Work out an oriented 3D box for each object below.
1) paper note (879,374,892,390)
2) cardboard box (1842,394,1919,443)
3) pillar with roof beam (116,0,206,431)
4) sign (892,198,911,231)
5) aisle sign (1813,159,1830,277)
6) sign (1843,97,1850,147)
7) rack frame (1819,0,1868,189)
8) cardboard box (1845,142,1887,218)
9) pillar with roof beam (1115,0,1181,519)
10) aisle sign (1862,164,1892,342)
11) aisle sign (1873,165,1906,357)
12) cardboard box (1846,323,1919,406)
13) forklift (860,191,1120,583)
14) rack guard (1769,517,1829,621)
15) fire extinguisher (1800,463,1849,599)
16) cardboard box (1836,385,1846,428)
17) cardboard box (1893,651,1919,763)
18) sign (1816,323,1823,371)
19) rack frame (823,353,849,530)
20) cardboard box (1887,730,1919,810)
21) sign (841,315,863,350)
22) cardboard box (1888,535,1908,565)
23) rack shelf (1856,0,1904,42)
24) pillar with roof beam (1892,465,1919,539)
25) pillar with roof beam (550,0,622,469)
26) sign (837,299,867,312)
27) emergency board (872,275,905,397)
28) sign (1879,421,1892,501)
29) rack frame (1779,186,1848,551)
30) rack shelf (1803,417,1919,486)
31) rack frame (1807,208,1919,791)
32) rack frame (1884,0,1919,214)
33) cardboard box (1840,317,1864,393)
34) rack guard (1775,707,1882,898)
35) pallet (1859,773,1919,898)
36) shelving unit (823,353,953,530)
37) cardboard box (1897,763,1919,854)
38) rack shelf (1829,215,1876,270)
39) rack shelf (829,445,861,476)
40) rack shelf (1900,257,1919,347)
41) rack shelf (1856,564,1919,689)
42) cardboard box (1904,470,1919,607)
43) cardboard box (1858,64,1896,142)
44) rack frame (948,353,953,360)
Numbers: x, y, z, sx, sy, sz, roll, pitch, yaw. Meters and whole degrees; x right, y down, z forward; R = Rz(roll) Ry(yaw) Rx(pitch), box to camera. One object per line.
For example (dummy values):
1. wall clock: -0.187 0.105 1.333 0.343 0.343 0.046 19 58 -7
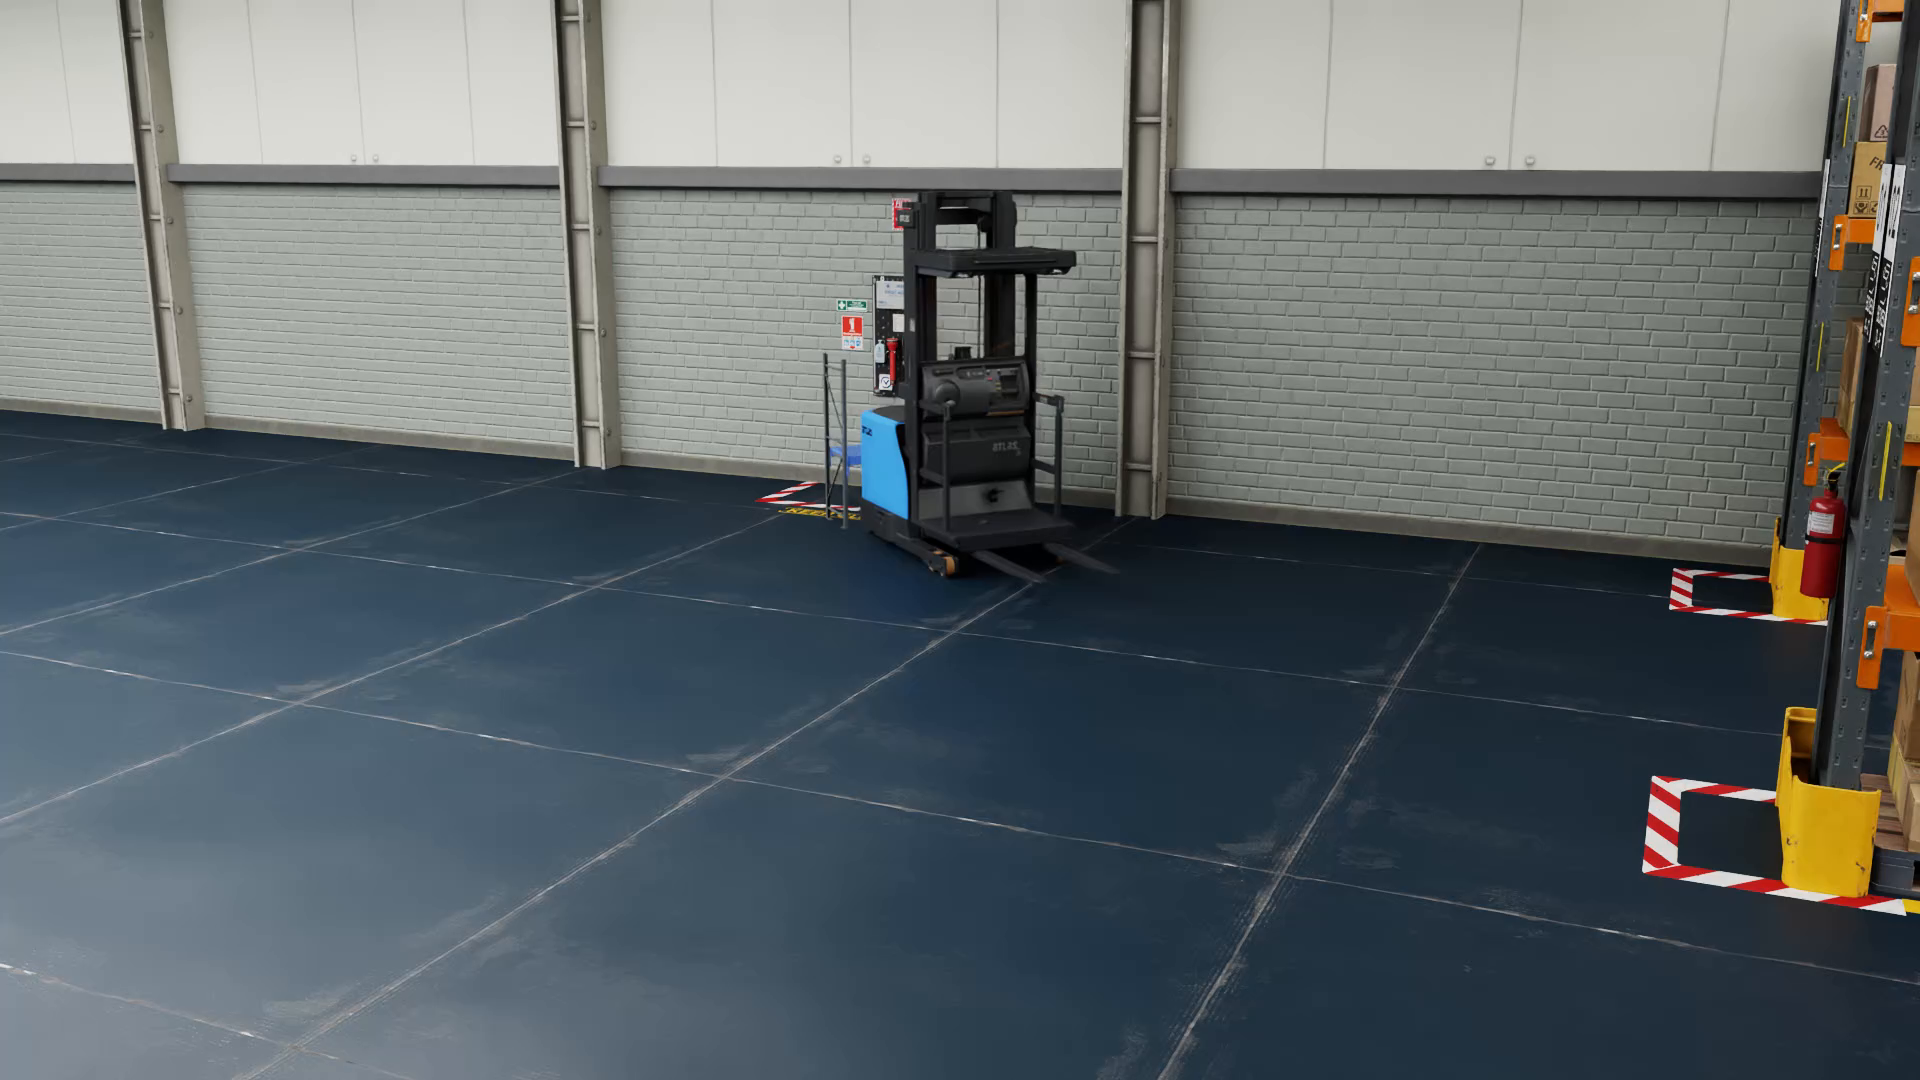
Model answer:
1. paper note: -0.721 -1.534 16.156 0.142 0.148 0.016 6 14 23
2. cardboard box: 6.470 -0.850 11.595 0.500 0.250 0.500 5 14 22
3. pillar with roof beam: -11.058 -4.828 15.130 0.400 9.000 9.100 6 14 23
4. sign: -0.554 -3.082 15.751 0.199 0.298 0.001 6 14 23
5. aisle sign: 5.965 -2.234 11.520 0.004 0.787 0.394 6 14 23
6. sign: 5.933 -2.797 11.130 0.005 0.325 0.100 6 14 23
7. rack frame: 6.152 -3.945 11.370 0.127 3.000 1.000 6 14 23
8. cardboard box: 6.357 -2.460 11.345 0.500 0.500 0.500 6 15 25
9. pillar with roof beam: -0.087 -3.717 10.398 0.400 9.000 9.100 6 14 23
10. aisle sign: 4.208 -1.323 7.635 0.004 0.787 0.394 6 14 23
11. aisle sign: 3.965 -1.197 7.101 0.004 0.787 0.394 6 14 23
12. cardboard box: 6.467 -1.219 11.529 0.500 0.500 0.500 6 14 23
13. forklift: 0.223 -1.250 13.166 1.130 2.935 3.031 -6 15 -25
14. rack guard: 6.222 0.199 12.311 0.348 0.500 1.175 6 14 23
15. fire extinguisher: 4.229 -0.060 8.113 0.183 0.674 0.296 6 14 23
16. cardboard box: 6.658 -0.959 12.058 0.500 0.250 0.500 6 14 24
17. cardboard box: 4.760 0.767 7.878 0.500 0.500 0.500 6 14 23
18. sign: 5.933 -1.333 11.473 0.005 0.325 0.100 6 14 23
19. rack frame: -1.100 -0.876 14.704 0.032 1.500 0.500 -6 14 -24
20. cardboard box: 4.759 1.132 7.962 0.500 0.250 0.500 6 14 23
21. sign: -1.051 -2.022 16.229 0.234 0.329 0.001 6 14 23
22. cardboard box: 6.749 0.153 11.959 0.500 0.311 0.500 4 14 17
23. rack shelf: 7.981 -3.408 10.664 4.000 0.370 1.077 6 14 23
24. pillar with roof beam: 5.399 -3.162 8.032 0.400 9.000 9.100 6 14 23
25. pillar with roof beam: -5.572 -4.272 12.764 0.400 9.000 9.100 6 14 23
26. sign: -1.050 -2.278 16.159 0.331 0.109 0.001 6 14 23
27. emergency board: -0.587 -1.932 15.924 0.643 1.169 0.194 6 14 23
28. sign: 3.919 -0.334 7.045 0.005 0.325 0.100 6 14 23
29. rack frame: 6.152 -1.025 12.055 0.127 3.000 1.000 6 14 23
30. rack shelf: 7.981 -0.489 11.349 4.000 0.370 1.077 6 14 23
31. rack frame: 4.149 0.010 7.644 0.127 3.000 1.000 6 14 23
32. rack frame: 4.149 -2.910 6.959 0.127 3.000 1.000 6 14 23
33. cardboard box: 6.670 -1.327 11.988 0.500 0.500 0.500 6 14 23
34. rack guard: 4.127 1.225 7.939 0.348 0.500 1.175 6 14 23
35. pallet: 4.866 1.430 7.699 1.213 0.211 1.003 6 14 23
36. shelving unit: -0.637 -0.924 14.908 1.048 1.500 0.538 -6 14 -24
37. cardboard box: 4.550 1.241 7.501 0.500 0.250 0.500 6 14 23
38. rack shelf: 7.981 -1.950 11.006 4.000 0.370 1.077 6 14 23
39. rack shelf: -0.637 -0.749 14.949 1.000 0.185 0.538 -6 14 -24
40. rack shelf: 5.978 -0.915 6.595 4.000 0.370 1.077 6 14 23
41. rack shelf: 5.978 0.546 6.938 4.000 0.370 1.077 6 14 23
42. cardboard box: 4.571 0.008 7.438 0.500 0.500 0.700 6 14 23
43. cardboard box: 6.406 -2.944 11.217 0.500 0.500 0.500 5 14 19
44. rack frame: -0.174 -0.972 15.112 0.032 1.500 0.500 -6 14 -24
